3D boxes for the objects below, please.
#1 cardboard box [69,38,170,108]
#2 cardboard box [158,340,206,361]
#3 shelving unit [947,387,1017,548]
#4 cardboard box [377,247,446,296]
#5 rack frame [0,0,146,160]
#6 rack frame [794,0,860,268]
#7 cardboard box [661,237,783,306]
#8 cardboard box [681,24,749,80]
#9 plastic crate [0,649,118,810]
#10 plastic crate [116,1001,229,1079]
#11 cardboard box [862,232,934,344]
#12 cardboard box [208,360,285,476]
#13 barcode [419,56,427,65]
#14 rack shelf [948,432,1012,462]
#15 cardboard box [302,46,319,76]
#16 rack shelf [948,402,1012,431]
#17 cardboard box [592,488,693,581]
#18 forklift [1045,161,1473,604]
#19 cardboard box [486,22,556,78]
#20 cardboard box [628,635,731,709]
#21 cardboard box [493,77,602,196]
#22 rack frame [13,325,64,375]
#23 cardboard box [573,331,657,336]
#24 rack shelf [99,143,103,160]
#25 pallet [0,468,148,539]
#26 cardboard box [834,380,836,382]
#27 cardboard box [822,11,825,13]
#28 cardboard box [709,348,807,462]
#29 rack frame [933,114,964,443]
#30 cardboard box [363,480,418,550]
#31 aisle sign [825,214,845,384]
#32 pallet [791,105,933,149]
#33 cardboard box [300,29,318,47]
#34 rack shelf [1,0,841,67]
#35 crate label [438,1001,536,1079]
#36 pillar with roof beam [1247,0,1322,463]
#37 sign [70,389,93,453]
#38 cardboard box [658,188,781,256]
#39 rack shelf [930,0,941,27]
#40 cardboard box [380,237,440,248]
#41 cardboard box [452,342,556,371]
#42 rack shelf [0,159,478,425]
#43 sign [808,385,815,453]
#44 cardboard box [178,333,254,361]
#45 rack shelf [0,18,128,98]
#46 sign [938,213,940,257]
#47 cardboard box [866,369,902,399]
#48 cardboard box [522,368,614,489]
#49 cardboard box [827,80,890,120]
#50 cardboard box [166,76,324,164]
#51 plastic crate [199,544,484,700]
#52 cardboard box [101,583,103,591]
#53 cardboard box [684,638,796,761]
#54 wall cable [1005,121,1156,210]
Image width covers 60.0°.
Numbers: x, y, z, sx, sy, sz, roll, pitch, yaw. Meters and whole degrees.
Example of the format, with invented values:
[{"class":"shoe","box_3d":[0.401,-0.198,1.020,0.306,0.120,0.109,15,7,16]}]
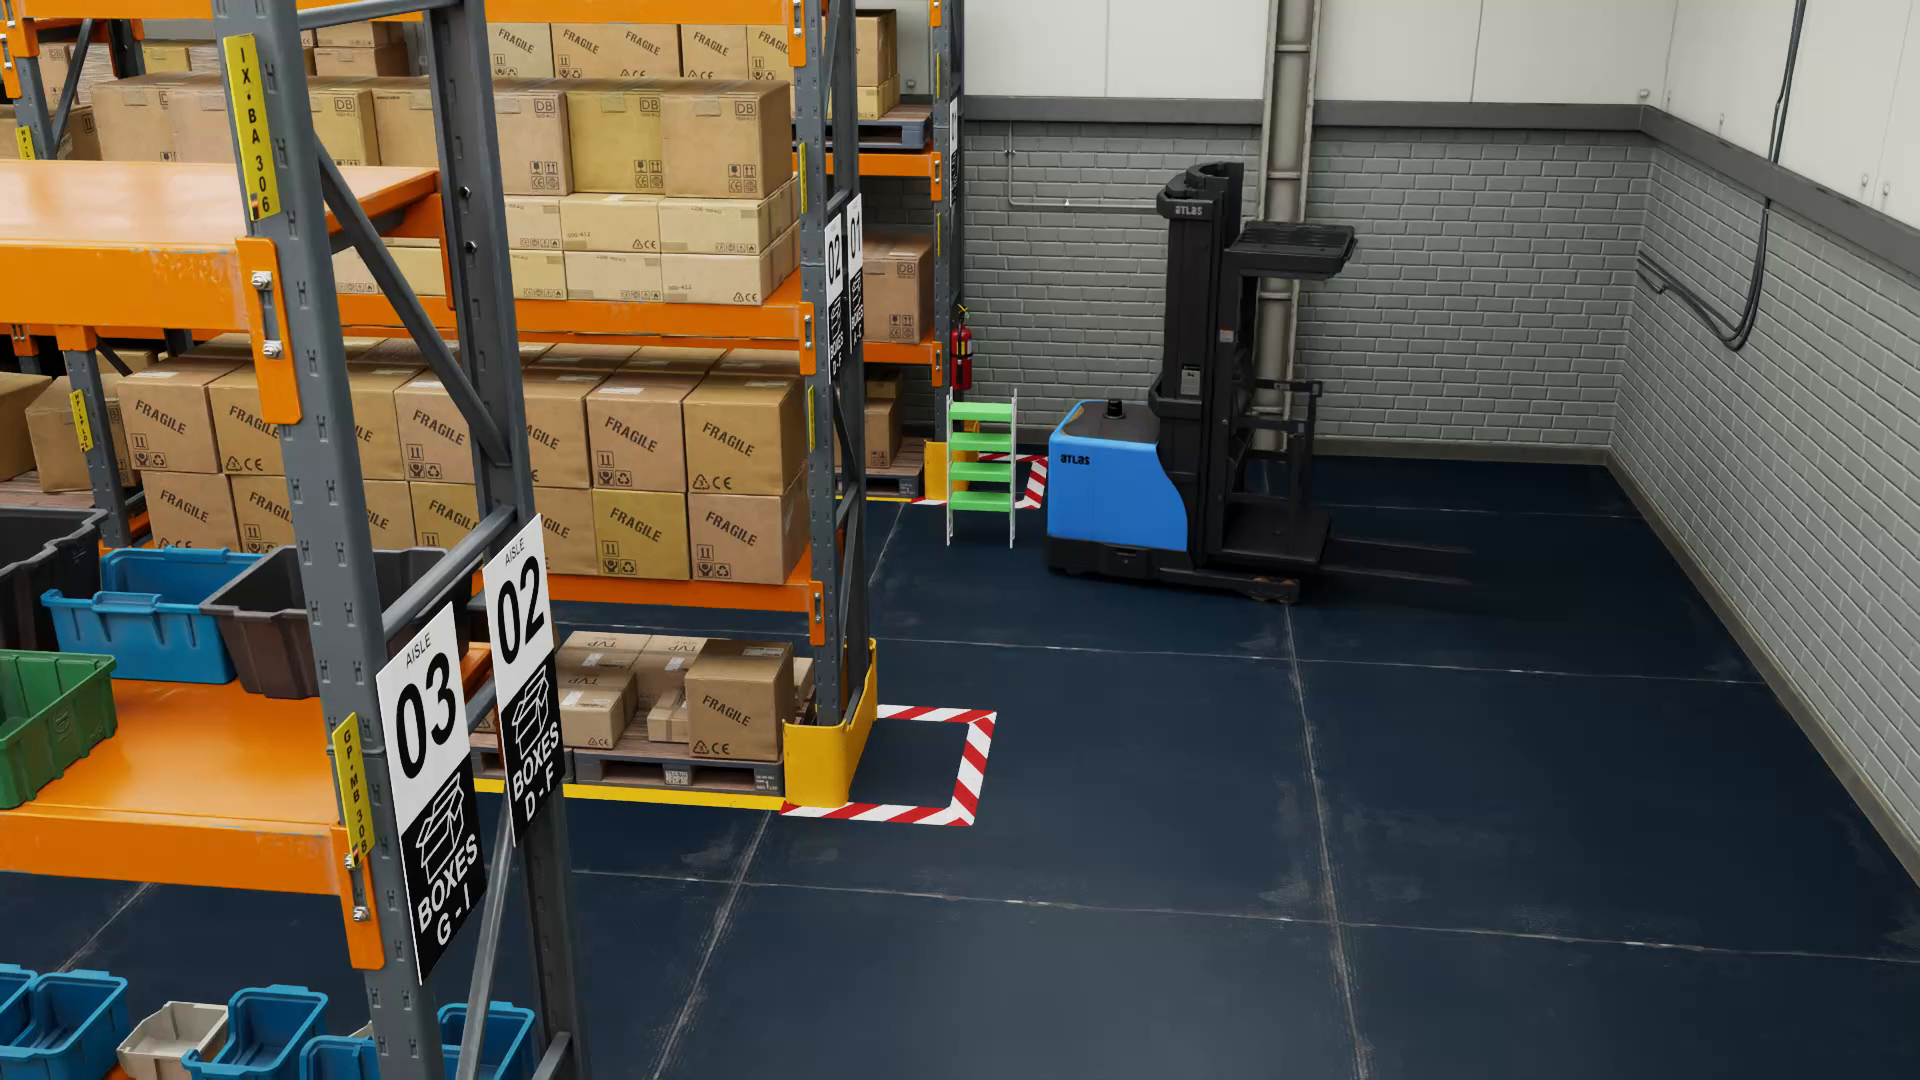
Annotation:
[{"class":"cardboard box","box_3d":[-7.008,-3.924,13.972,0.500,0.500,0.700,1,22,3]},{"class":"cardboard box","box_3d":[-6.445,-1.358,14.647,0.750,0.750,0.750,2,22,6]},{"class":"shelving unit","box_3d":[0.164,-0.551,12.701,0.503,1.200,0.258,2,22,6]},{"class":"cardboard box","box_3d":[-2.693,-1.448,8.648,0.500,0.250,0.500,2,22,6]},{"class":"rack frame","box_3d":[-4.636,-3.090,8.516,0.127,3.000,1.000,2,22,6]},{"class":"rack frame","box_3d":[-0.664,-2.917,8.079,0.127,3.000,1.000,2,22,6]},{"class":"cardboard box","box_3d":[-1.205,-1.378,8.470,0.500,0.250,0.500,2,22,6]},{"class":"cardboard box","box_3d":[-1.858,-3.829,12.942,0.500,0.500,0.500,2,22,4]},{"class":"plastic crate","box_3d":[-2.263,0.446,3.939,0.336,0.188,0.450,2,22,6]},{"class":"plastic crate","box_3d":[-2.439,1.572,5.162,0.298,0.136,0.250,2,22,6]},{"class":"cardboard box","box_3d":[-0.592,-2.094,13.748,0.700,0.700,0.980,3,22,9]},{"class":"cardboard box","box_3d":[-3.689,-0.666,9.050,0.500,0.500,0.500,2,22,5]},{"class":"barcode","box_3d":[-4.467,-3.990,13.839,0.075,0.075,0.001,4,22,11]},{"class":"rack shelf","box_3d":[0.164,-0.715,12.636,0.480,0.148,0.258,2,22,6]},{"class":"cardboard box","box_3d":[-5.478,-3.834,13.743,0.500,0.500,0.700,2,22,5]},{"class":"rack shelf","box_3d":[0.164,-0.938,12.548,0.480,0.148,0.258,2,22,6]},{"class":"cardboard box","box_3d":[-1.656,-0.115,9.014,0.500,0.500,0.500,3,22,7]},{"class":"forklift","box_3d":[2.203,-1.126,11.800,3.031,2.935,1.130,6,22,16]},{"class":"cardboard box","box_3d":[-3.382,-3.892,13.100,0.500,0.500,0.500,2,22,6]},{"class":"cardboard box","box_3d":[-1.667,0.798,9.982,0.500,0.250,0.500,2,22,6]},{"class":"cardboard box","box_3d":[-2.171,-2.085,8.558,0.500,0.500,0.700,2,22,6]},{"class":"rack frame","box_3d":[-8.029,-2.282,14.632,0.127,3.000,1.000,2,22,6]},{"class":"cardboard box","box_3d":[-2.796,-2.185,13.980,0.700,0.700,0.980,2,22,5]},{"class":"rack shelf","box_3d":[-6.043,-3.256,13.994,4.000,0.370,1.077,2,22,6]},{"class":"pallet","box_3d":[-5.417,-0.285,9.843,1.213,0.211,1.003,2,22,6]},{"class":"cardboard box","box_3d":[-1.194,-1.214,13.877,0.250,0.149,0.380,3,22,8]},{"class":"cardboard box","box_3d":[-1.305,-3.997,13.367,0.500,0.500,0.500,2,22,5]},{"class":"cardboard box","box_3d":[-1.073,-0.754,9.271,0.500,0.500,0.500,3,22,8]},{"class":"rack frame","box_3d":[-0.084,-1.936,13.757,0.127,3.000,1.000,2,22,6]},{"class":"cardboard box","box_3d":[-3.156,-0.182,9.184,0.500,0.500,0.500,2,22,6]},{"class":"aisle sign","box_3d":[-0.632,-1.221,8.413,0.004,0.787,0.394,2,22,6]},{"class":"pallet","box_3d":[-0.822,-3.318,13.293,1.213,0.211,1.003,2,22,6]},{"class":"cardboard box","box_3d":[-5.465,-4.208,13.670,0.500,0.250,0.500,2,22,5]},{"class":"rack shelf","box_3d":[-2.650,-2.668,8.430,4.000,0.370,1.077,2,22,6]},{"class":"crate label","box_3d":[-1.457,1.600,4.958,0.303,0.233,0.416,2,22,6]},{"class":"pillar with roof beam","box_3d":[2.192,-3.353,9.181,0.400,9.000,9.100,2,22,6]},{"class":"sign","box_3d":[-4.698,-0.636,8.894,0.005,0.325,0.100,2,22,6]},{"class":"cardboard box","box_3d":[-1.204,-1.614,8.387,0.500,0.250,0.500,2,22,6]},{"class":"rack shelf","box_3d":[-2.070,-4.292,13.078,4.000,0.370,1.077,2,22,6]},{"class":"cardboard box","box_3d":[-2.694,-1.678,8.548,0.500,0.250,0.500,2,22,6]},{"class":"cardboard box","box_3d":[-2.594,-0.819,9.436,0.500,0.500,0.500,2,22,6]},{"class":"rack shelf","box_3d":[-3.236,-0.675,3.929,4.000,0.370,1.077,2,22,6]},{"class":"sign","box_3d":[-0.749,-0.611,8.400,0.005,0.325,0.100,2,22,6]},{"class":"cardboard box","box_3d":[-4.103,-0.884,9.601,0.500,0.500,0.500,3,22,7]},{"class":"rack shelf","box_3d":[-6.622,-2.656,8.941,4.000,0.370,1.077,2,22,6]},{"class":"sign","box_3d":[-0.162,-2.387,13.001,0.005,0.325,0.100,2,22,6]},{"class":"cardboard box","box_3d":[-0.644,-1.332,14.175,0.250,0.149,0.380,3,22,7]},{"class":"cardboard box","box_3d":[-2.155,-0.600,8.881,0.500,0.500,0.500,3,22,8]},{"class":"cardboard box","box_3d":[-0.843,-3.438,12.972,0.500,0.250,0.500,3,22,8]},{"class":"cardboard box","box_3d":[-3.669,-2.126,8.662,0.500,0.500,0.700,2,22,6]},{"class":"plastic crate","box_3d":[-1.600,0.229,4.380,0.590,0.269,0.497,2,22,6]},{"class":"cardboard box","box_3d":[-5.088,0.548,10.276,0.500,0.500,0.500,2,22,4]},{"class":"cardboard box","box_3d":[-1.233,0.897,9.392,0.500,0.500,0.500,2,22,6]},{"class":"wall cable","box_3d":[1.299,-2.698,14.303,1.851,1.984,0.084,2,22,6]}]
